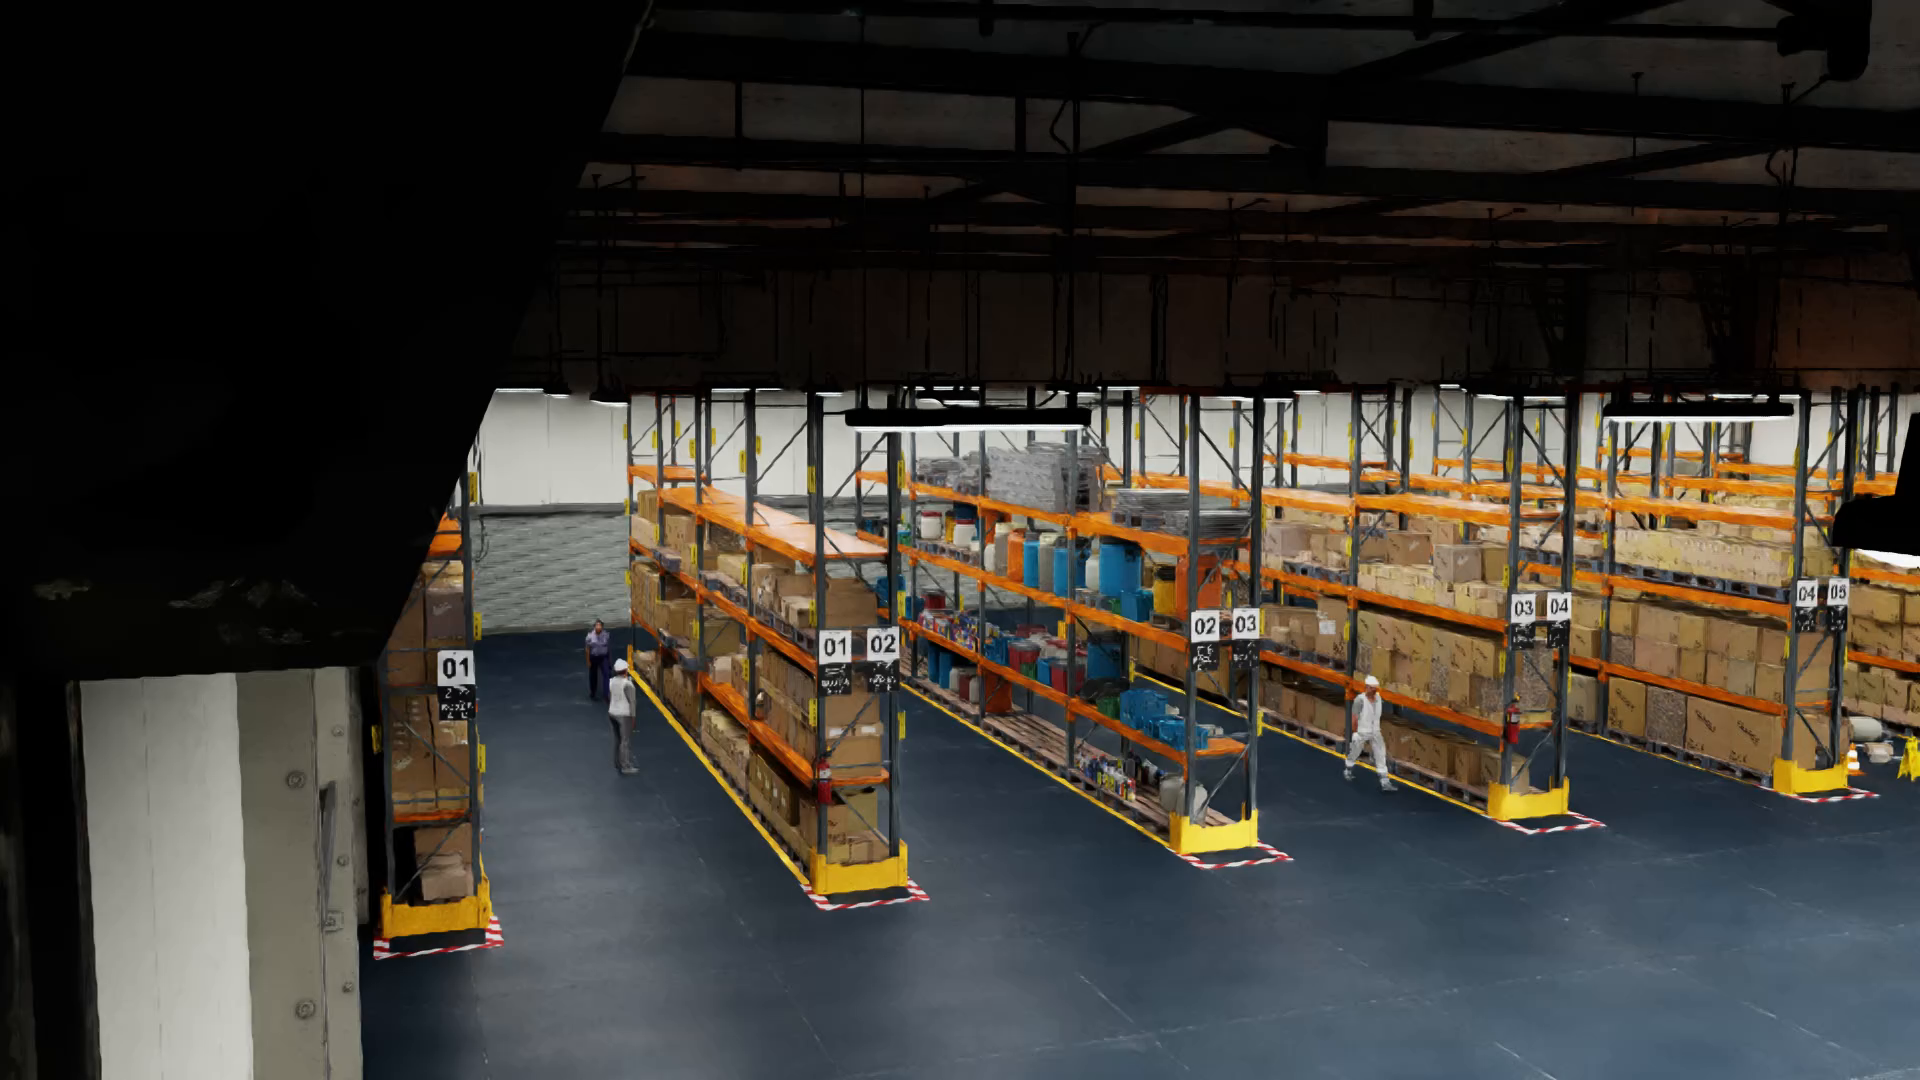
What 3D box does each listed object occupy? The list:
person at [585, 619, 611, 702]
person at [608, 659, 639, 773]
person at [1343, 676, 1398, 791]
[{"bbox_3d":[-6.899,2.268,31.699,0.479,1.567,1.090,-2,6,-17],"label":"person"},{"bbox_3d":[-5.261,2.739,26.114,0.581,1.775,0.444,5,8,40],"label":"person"},{"bbox_3d":[6.160,2.880,25.066,0.553,1.709,1.123,-2,6,-16],"label":"person"}]
